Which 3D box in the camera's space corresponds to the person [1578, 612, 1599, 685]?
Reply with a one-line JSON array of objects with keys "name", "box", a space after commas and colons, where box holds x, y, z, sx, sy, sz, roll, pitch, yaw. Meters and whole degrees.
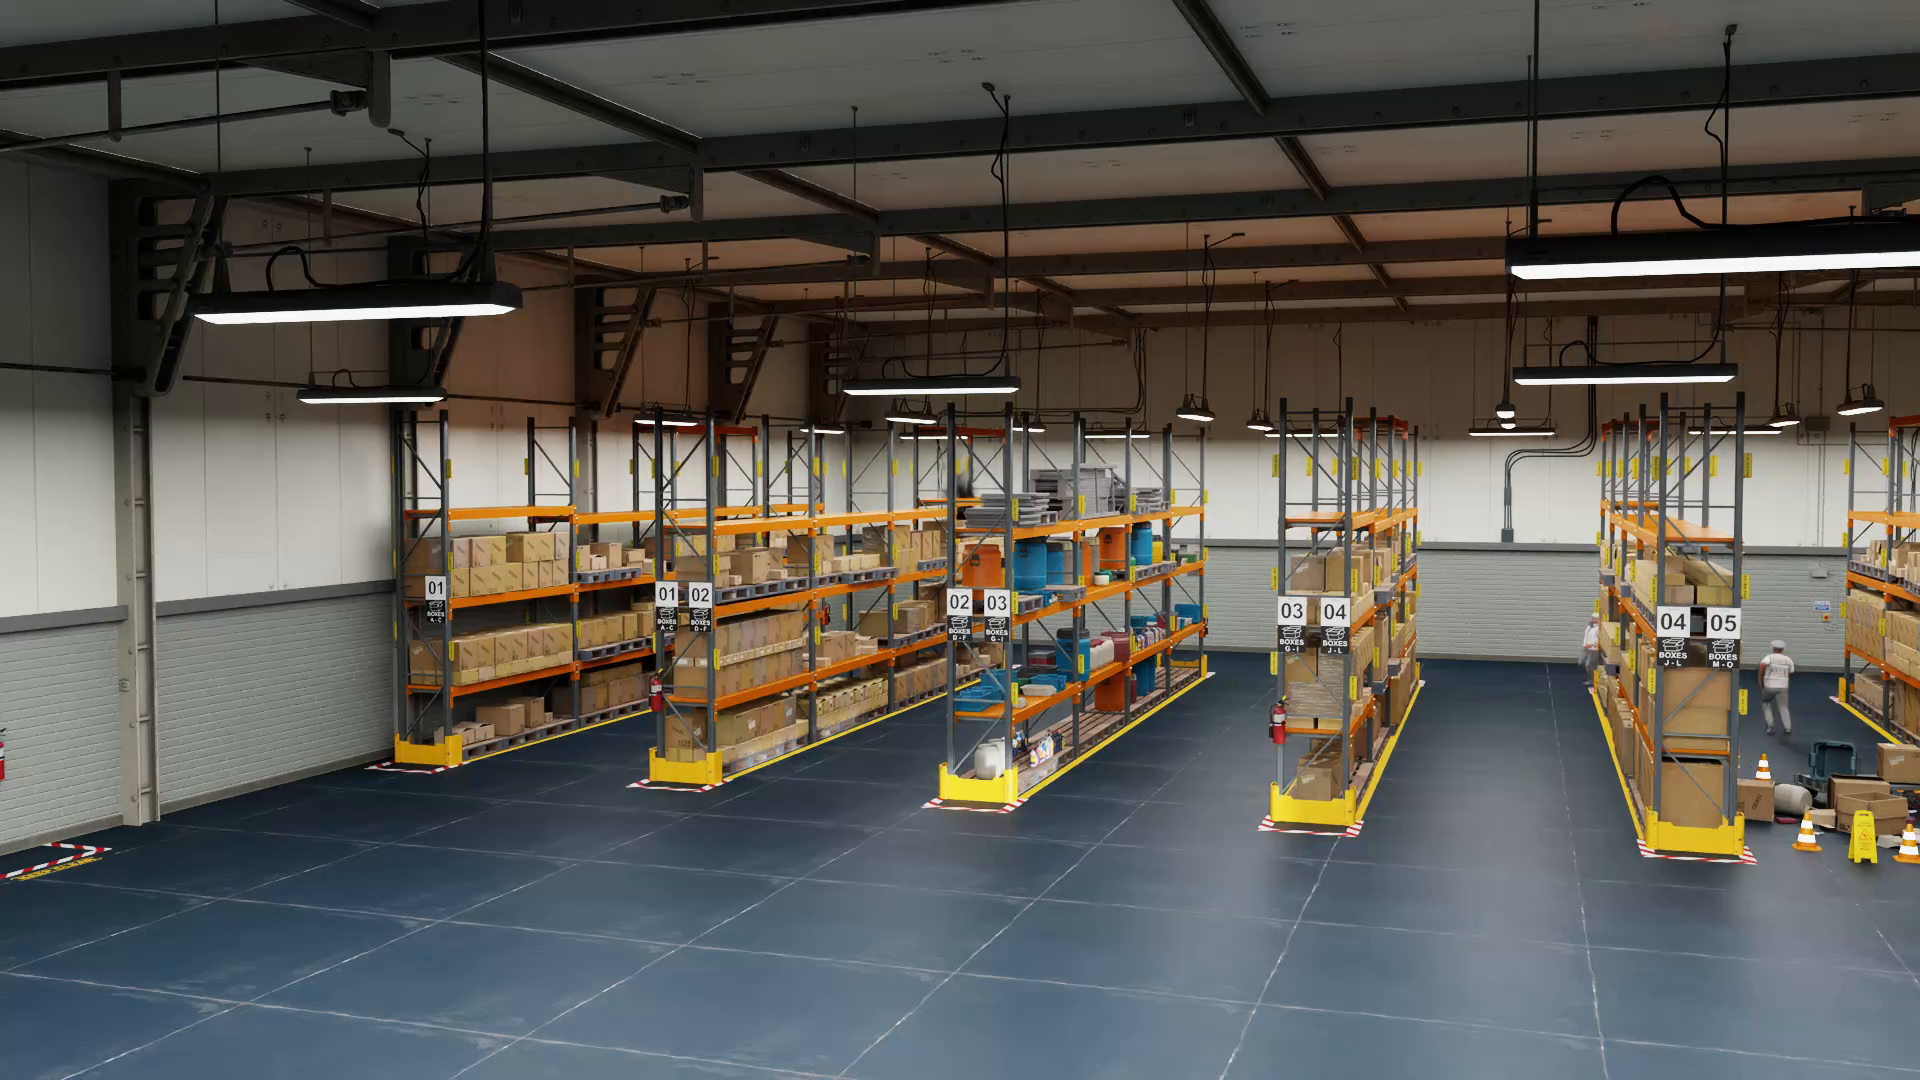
[{"name": "person", "box": [14.544, 2.498, 38.320, 0.526, 1.721, 0.706, -1, 3, -22]}]

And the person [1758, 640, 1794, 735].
[{"name": "person", "box": [15.263, 2.793, 31.122, 0.671, 1.825, 0.901, 1, 3, 14]}]

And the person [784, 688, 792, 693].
[{"name": "person", "box": [-3.807, 2.713, 35.935, 0.602, 1.484, 0.837, 0, 2, 1]}]
